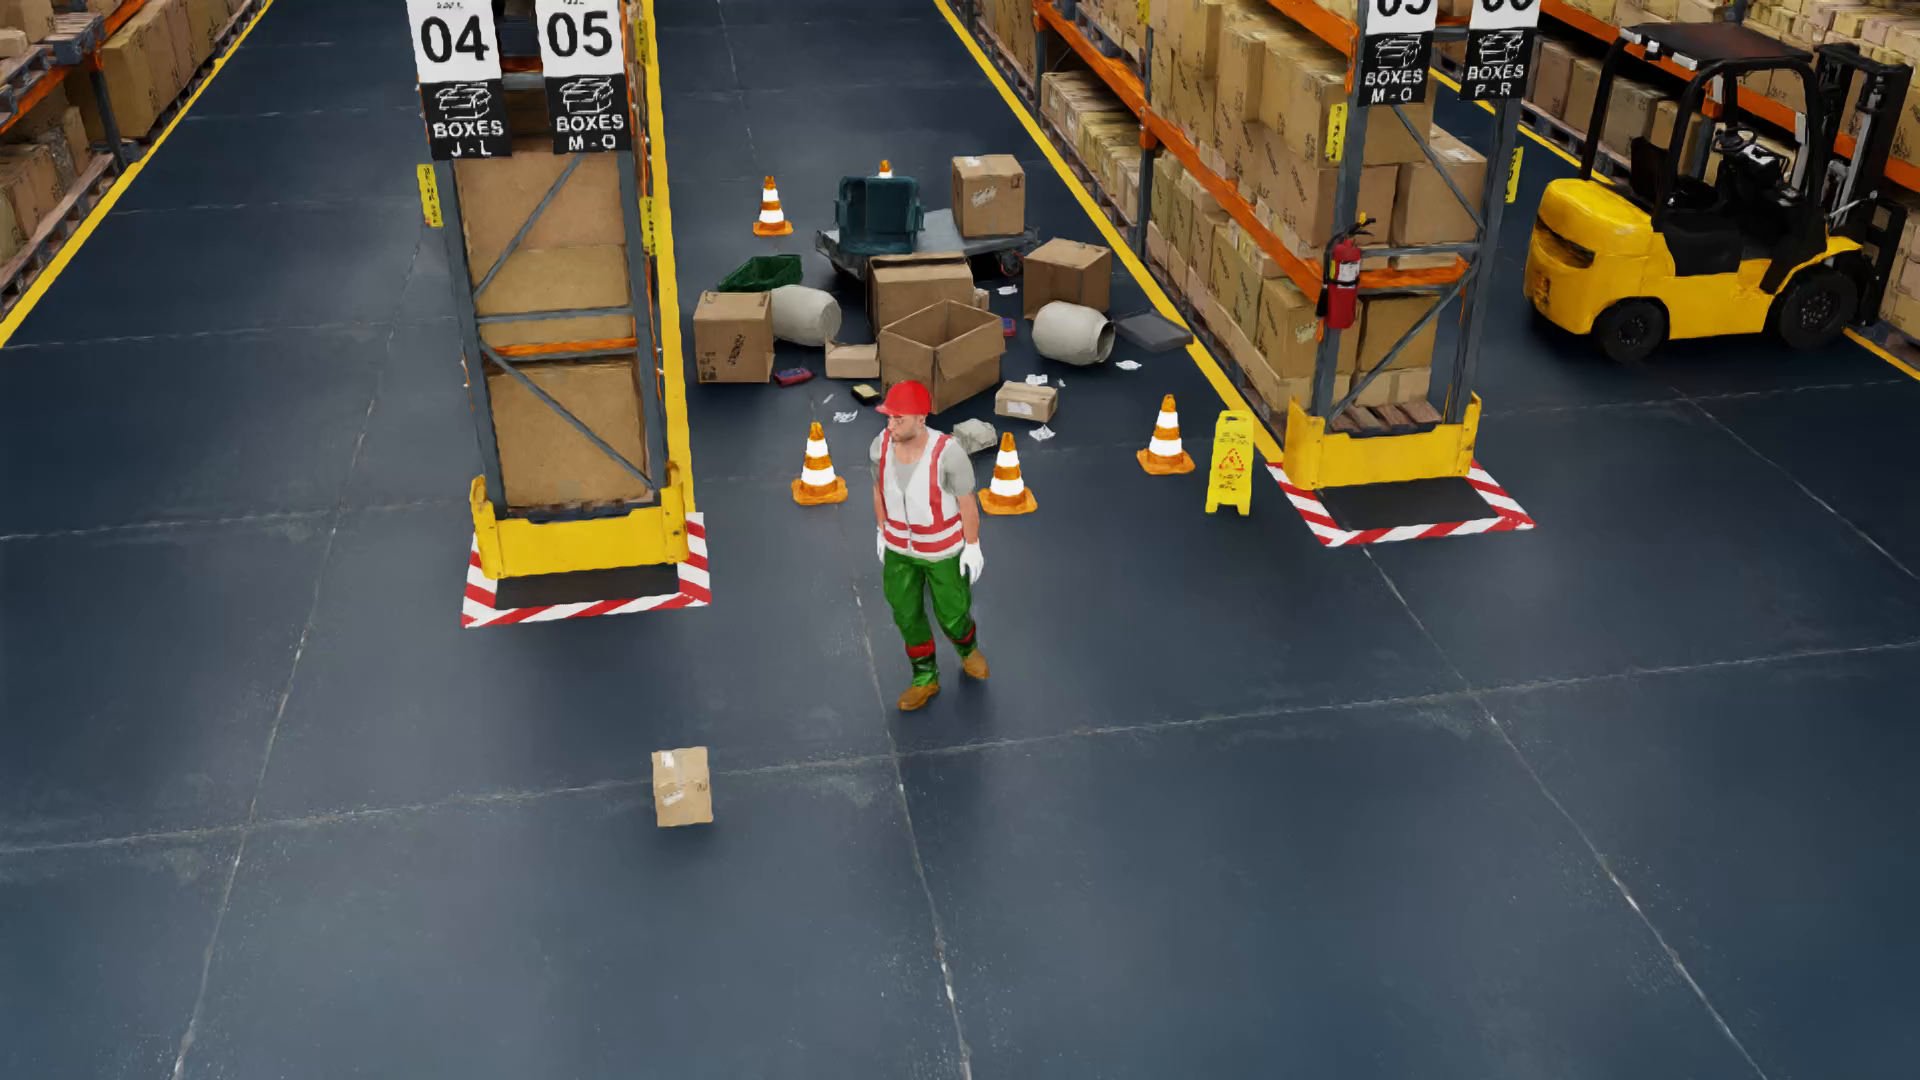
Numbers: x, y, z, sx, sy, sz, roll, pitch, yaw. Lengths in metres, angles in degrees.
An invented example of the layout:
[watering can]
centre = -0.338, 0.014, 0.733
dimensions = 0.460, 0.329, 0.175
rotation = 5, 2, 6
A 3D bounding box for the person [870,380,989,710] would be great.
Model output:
[person]
centre = -0.139, -0.002, 8.123
dimensions = 0.587, 1.780, 0.573
rotation = 12, 33, 20
